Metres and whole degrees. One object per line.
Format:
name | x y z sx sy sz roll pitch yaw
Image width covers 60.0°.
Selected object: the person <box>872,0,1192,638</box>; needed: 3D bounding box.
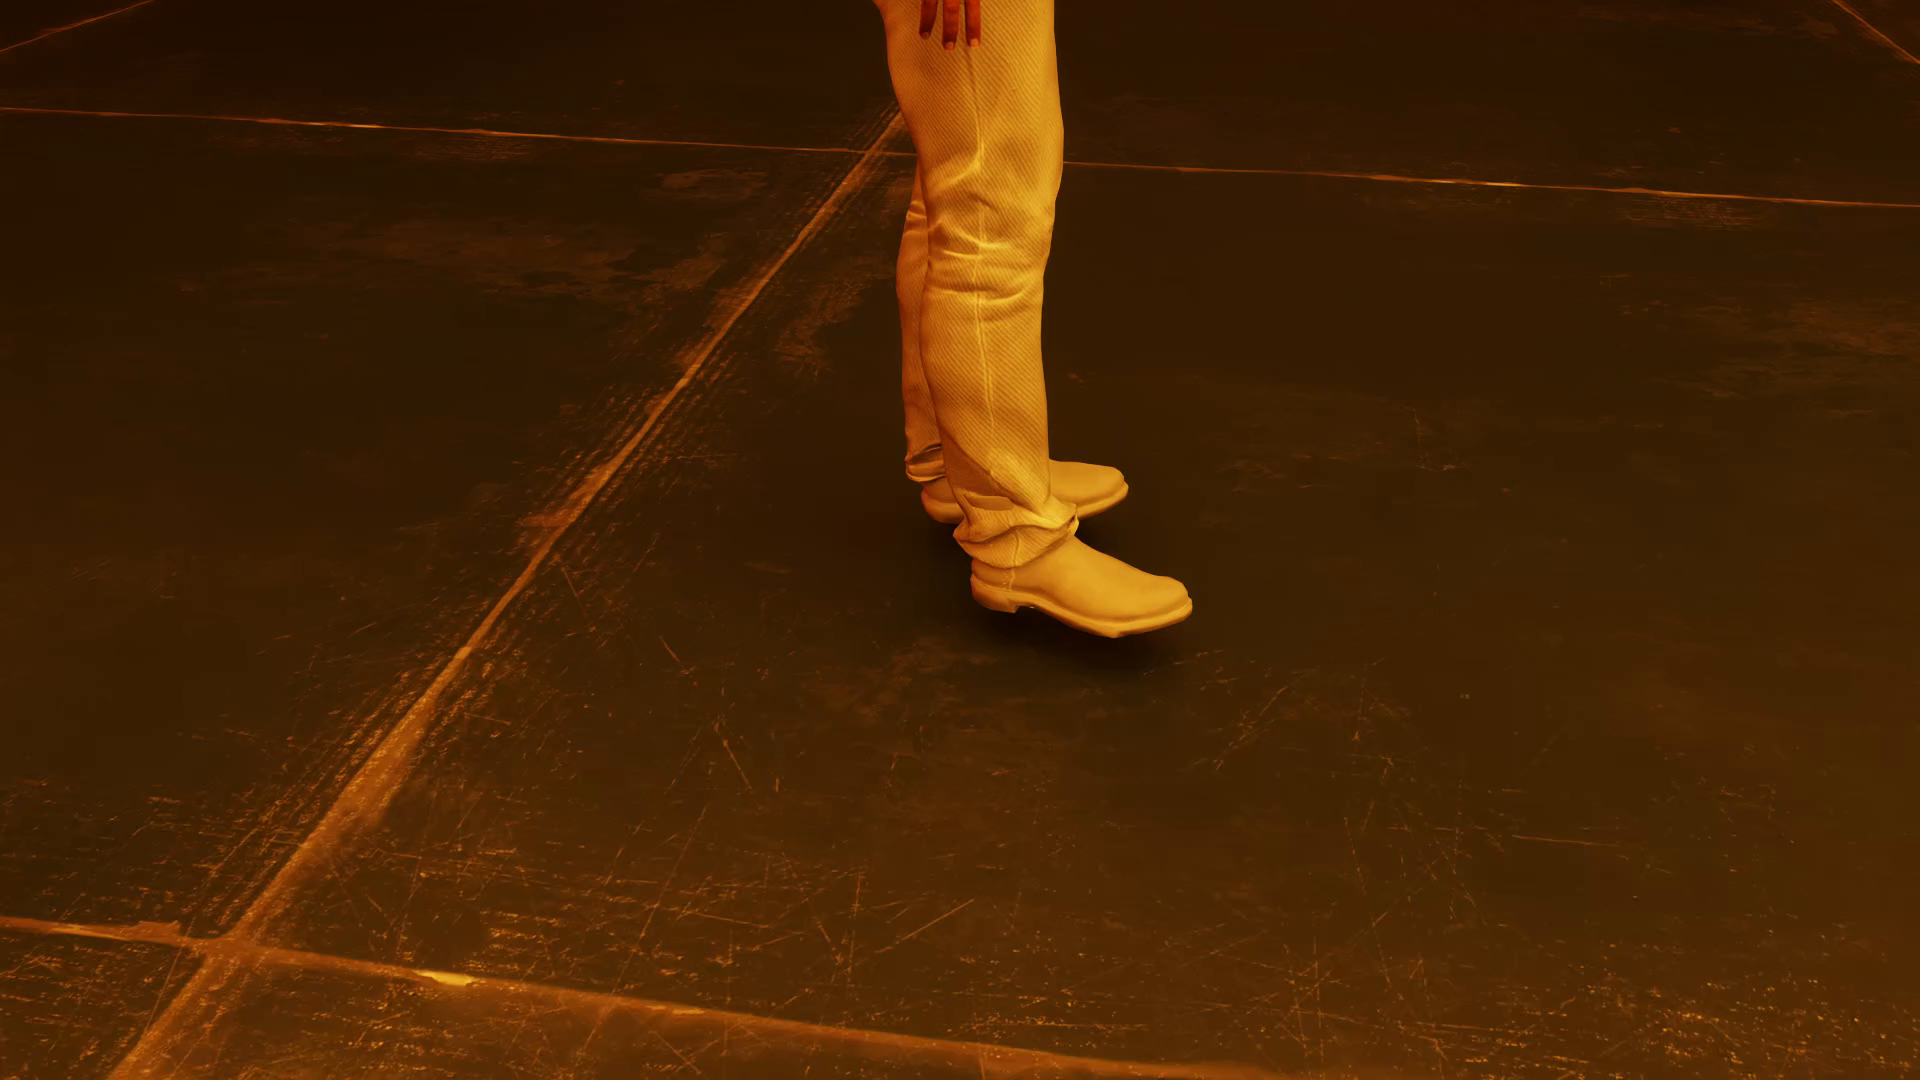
person | 0.067 -0.805 2.033 0.577 1.765 0.665 5 29 9
